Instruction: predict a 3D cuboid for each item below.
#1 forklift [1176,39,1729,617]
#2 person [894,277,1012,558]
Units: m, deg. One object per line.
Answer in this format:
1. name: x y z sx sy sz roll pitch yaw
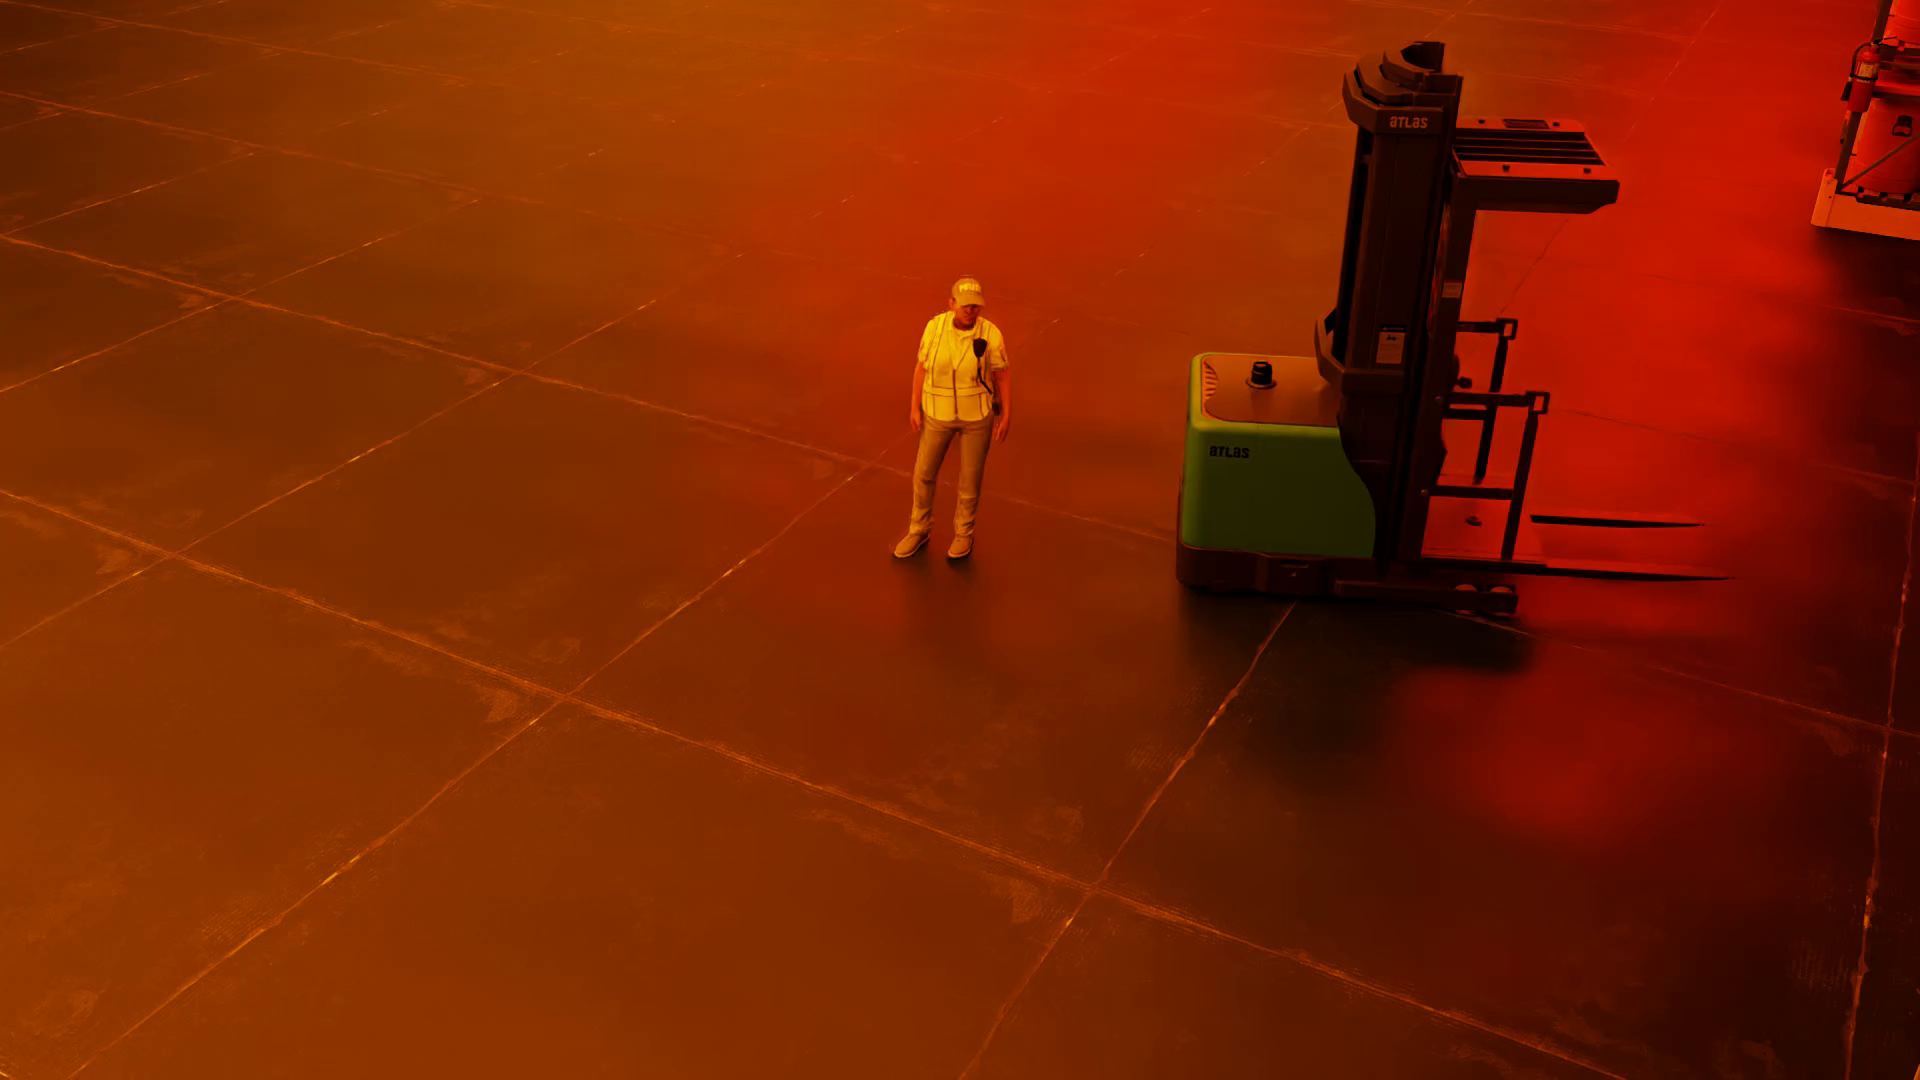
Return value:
1. forklift: 2.794 -1.125 9.019 3.031 2.935 1.130 4 30 6
2. person: -0.041 -0.701 9.552 0.670 1.673 0.420 3 30 5
